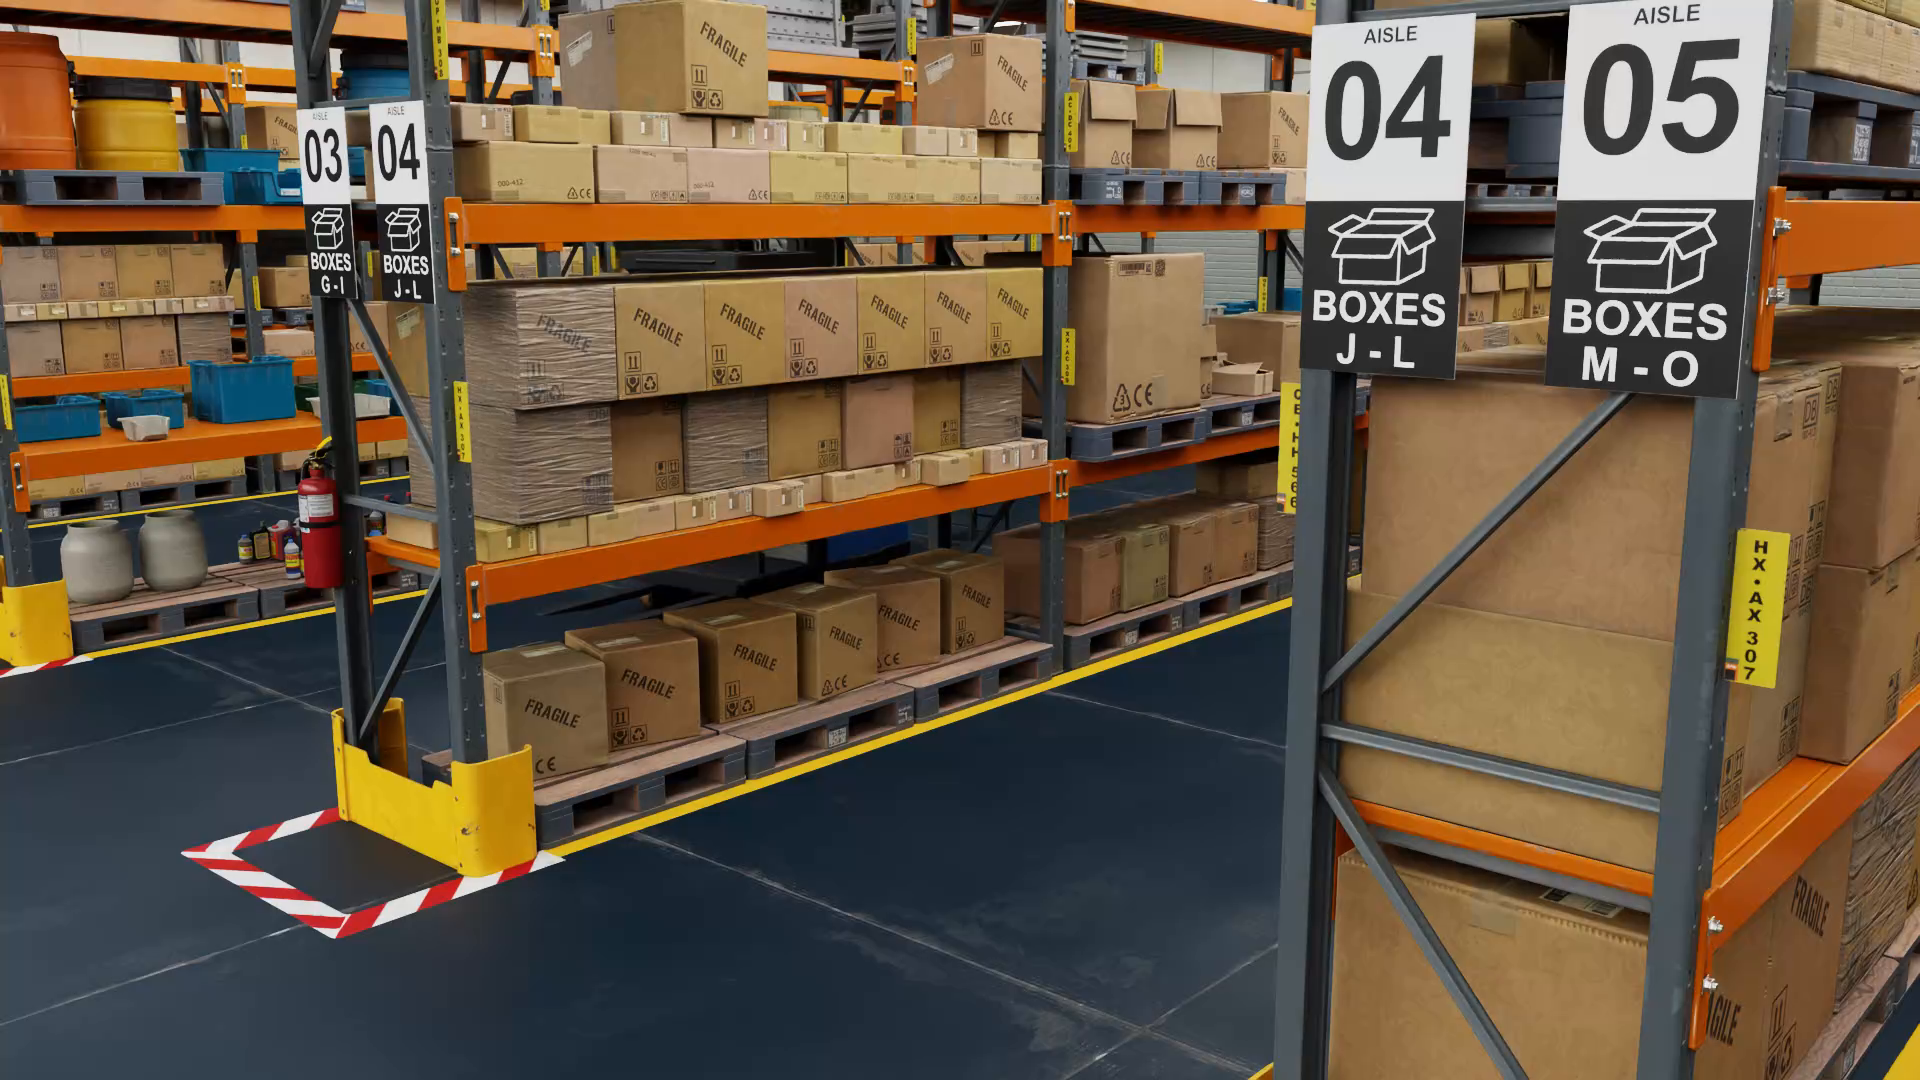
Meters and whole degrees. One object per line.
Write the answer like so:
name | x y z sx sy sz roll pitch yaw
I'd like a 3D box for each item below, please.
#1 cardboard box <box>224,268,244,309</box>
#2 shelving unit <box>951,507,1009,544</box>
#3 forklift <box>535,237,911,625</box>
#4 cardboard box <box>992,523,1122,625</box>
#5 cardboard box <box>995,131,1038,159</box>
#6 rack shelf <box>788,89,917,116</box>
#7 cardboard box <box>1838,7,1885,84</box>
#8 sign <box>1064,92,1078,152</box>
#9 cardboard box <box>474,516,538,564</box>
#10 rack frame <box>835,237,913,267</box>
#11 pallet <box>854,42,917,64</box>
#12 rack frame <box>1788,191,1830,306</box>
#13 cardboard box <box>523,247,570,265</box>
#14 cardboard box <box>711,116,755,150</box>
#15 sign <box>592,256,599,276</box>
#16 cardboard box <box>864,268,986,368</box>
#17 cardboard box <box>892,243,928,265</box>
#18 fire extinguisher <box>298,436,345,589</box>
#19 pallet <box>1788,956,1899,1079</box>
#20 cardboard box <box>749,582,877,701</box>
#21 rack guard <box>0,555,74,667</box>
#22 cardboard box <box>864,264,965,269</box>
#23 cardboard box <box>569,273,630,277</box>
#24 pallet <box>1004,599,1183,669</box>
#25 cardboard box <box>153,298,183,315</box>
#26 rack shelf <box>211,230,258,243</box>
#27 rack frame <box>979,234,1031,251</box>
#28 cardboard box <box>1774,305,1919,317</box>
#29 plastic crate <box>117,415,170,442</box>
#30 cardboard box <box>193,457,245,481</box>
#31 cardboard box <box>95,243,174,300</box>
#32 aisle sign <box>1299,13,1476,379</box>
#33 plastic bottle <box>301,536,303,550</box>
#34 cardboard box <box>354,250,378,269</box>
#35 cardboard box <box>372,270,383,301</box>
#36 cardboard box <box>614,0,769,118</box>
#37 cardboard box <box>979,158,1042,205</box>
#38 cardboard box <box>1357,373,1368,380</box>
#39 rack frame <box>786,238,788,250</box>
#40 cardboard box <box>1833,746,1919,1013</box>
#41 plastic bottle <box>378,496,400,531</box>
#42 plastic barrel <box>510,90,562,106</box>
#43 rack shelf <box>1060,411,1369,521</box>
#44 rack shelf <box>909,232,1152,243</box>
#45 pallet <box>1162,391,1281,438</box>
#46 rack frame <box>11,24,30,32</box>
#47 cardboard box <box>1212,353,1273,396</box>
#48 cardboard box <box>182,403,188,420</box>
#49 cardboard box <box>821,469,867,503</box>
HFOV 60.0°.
cardboard box | -9.416 -3.231 21.351 0.700 0.500 0.500 10 15 40
shelving unit | 0.109 -1.054 14.127 0.431 2.100 0.503 10 15 40
forklift | -1.611 -0.952 11.494 1.130 2.935 3.031 8 14 33
cardboard box | 0.636 0.209 10.763 0.700 0.500 0.500 8 14 36
cardboard box | 0.217 -2.221 9.379 0.380 0.149 0.250 10 15 42
rack shelf | -0.623 -6.053 23.388 1.077 0.370 4.000 10 15 40
cardboard box | 1.868 -1.118 3.805 0.380 0.149 0.250 10 15 41
sign | 0.627 -2.369 9.433 0.100 0.325 0.005 10 15 40
cardboard box | -2.059 -0.013 7.257 0.380 0.149 0.250 10 15 40
rack frame | -0.866 -1.942 16.276 1.000 3.000 0.127 10 15 40
pallet | -0.366 -4.697 16.257 1.213 0.211 1.003 10 15 40
rack frame | 3.873 -0.057 6.838 1.000 3.000 0.127 10 15 40
cardboard box | -6.128 -4.208 24.641 0.500 0.250 0.500 10 15 42
cardboard box | -1.186 -1.915 7.848 0.380 0.149 0.250 9 14 38
sign | -4.165 -3.079 19.015 0.100 0.325 0.005 10 15 40
cardboard box | -0.205 -1.223 9.108 0.500 0.500 0.500 10 15 40
cardboard box | -0.741 -3.895 23.247 0.500 0.500 0.500 9 15 39
fire extinguisher | -2.848 -0.129 7.398 0.296 0.674 0.183 10 15 40
pallet | 2.508 1.593 5.699 1.003 0.211 1.213 10 15 40
cardboard box | -0.803 0.547 9.123 0.500 0.500 0.500 8 14 35
rack guard | -6.132 0.444 10.714 1.175 0.500 0.348 10 15 40
cardboard box | -0.274 -1.365 9.819 0.500 0.500 0.500 10 15 40
cardboard box | -4.253 -2.945 19.971 0.700 0.500 0.500 4 12 21
pallet | 0.727 0.540 10.971 1.003 0.211 1.213 10 15 40
cardboard box | -7.579 -2.219 15.751 0.380 0.149 0.250 9 15 39
rack shelf | -5.904 -3.407 17.788 1.077 0.370 4.000 10 15 40
rack frame | 0.697 -3.760 25.378 1.000 3.000 0.127 10 15 40
cardboard box | 3.604 -0.610 6.468 0.875 0.550 0.550 10 15 40
plastic crate | -5.314 -0.726 10.860 0.298 0.136 0.250 10 15 40
cardboard box | -7.366 -0.756 16.284 0.500 0.250 0.500 10 15 40
cardboard box | -7.845 -2.539 15.698 0.700 0.500 0.500 10 15 40
aisle sign | 0.961 -0.772 3.779 0.394 0.787 0.004 10 15 40
plastic bottle | -4.879 0.024 12.454 0.097 0.201 0.097 0 11 0
cardboard box | -8.203 -3.896 23.077 0.500 0.250 0.500 10 15 42
cardboard box | -7.795 -3.466 22.840 0.500 0.500 0.500 10 15 42
cardboard box | -1.243 -2.219 7.714 0.500 0.500 0.500 10 15 40
cardboard box | 0.110 -2.010 9.339 0.500 0.250 0.500 11 15 42
cardboard box | 3.380 -1.387 13.242 0.500 0.500 0.500 10 15 42
rack frame | -1.944 -3.171 22.432 1.000 3.000 0.127 10 15 40
cardboard box | 2.814 0.996 5.921 0.875 0.875 0.875 10 15 41
plastic bottle | -4.475 -0.177 13.081 0.144 0.351 0.185 9 14 38
plastic barrel | -3.333 -3.173 13.502 0.600 0.901 0.708 10 15 40
rack shelf | 1.535 -0.655 11.667 1.077 0.370 4.000 10 15 40
rack shelf | 0.455 -3.354 17.526 1.077 0.370 4.000 10 15 40
pallet | 1.579 -0.911 11.604 1.003 0.211 1.213 10 15 40
rack frame | -10.948 -5.576 19.155 1.000 3.000 0.127 10 15 40
cardboard box | 1.957 -1.161 11.639 0.396 0.266 0.258 9 15 39
cardboard box | -7.705 -1.051 15.849 0.500 0.500 0.500 10 15 40
cardboard box | -0.708 -0.301 8.704 0.380 0.149 0.250 10 15 40
